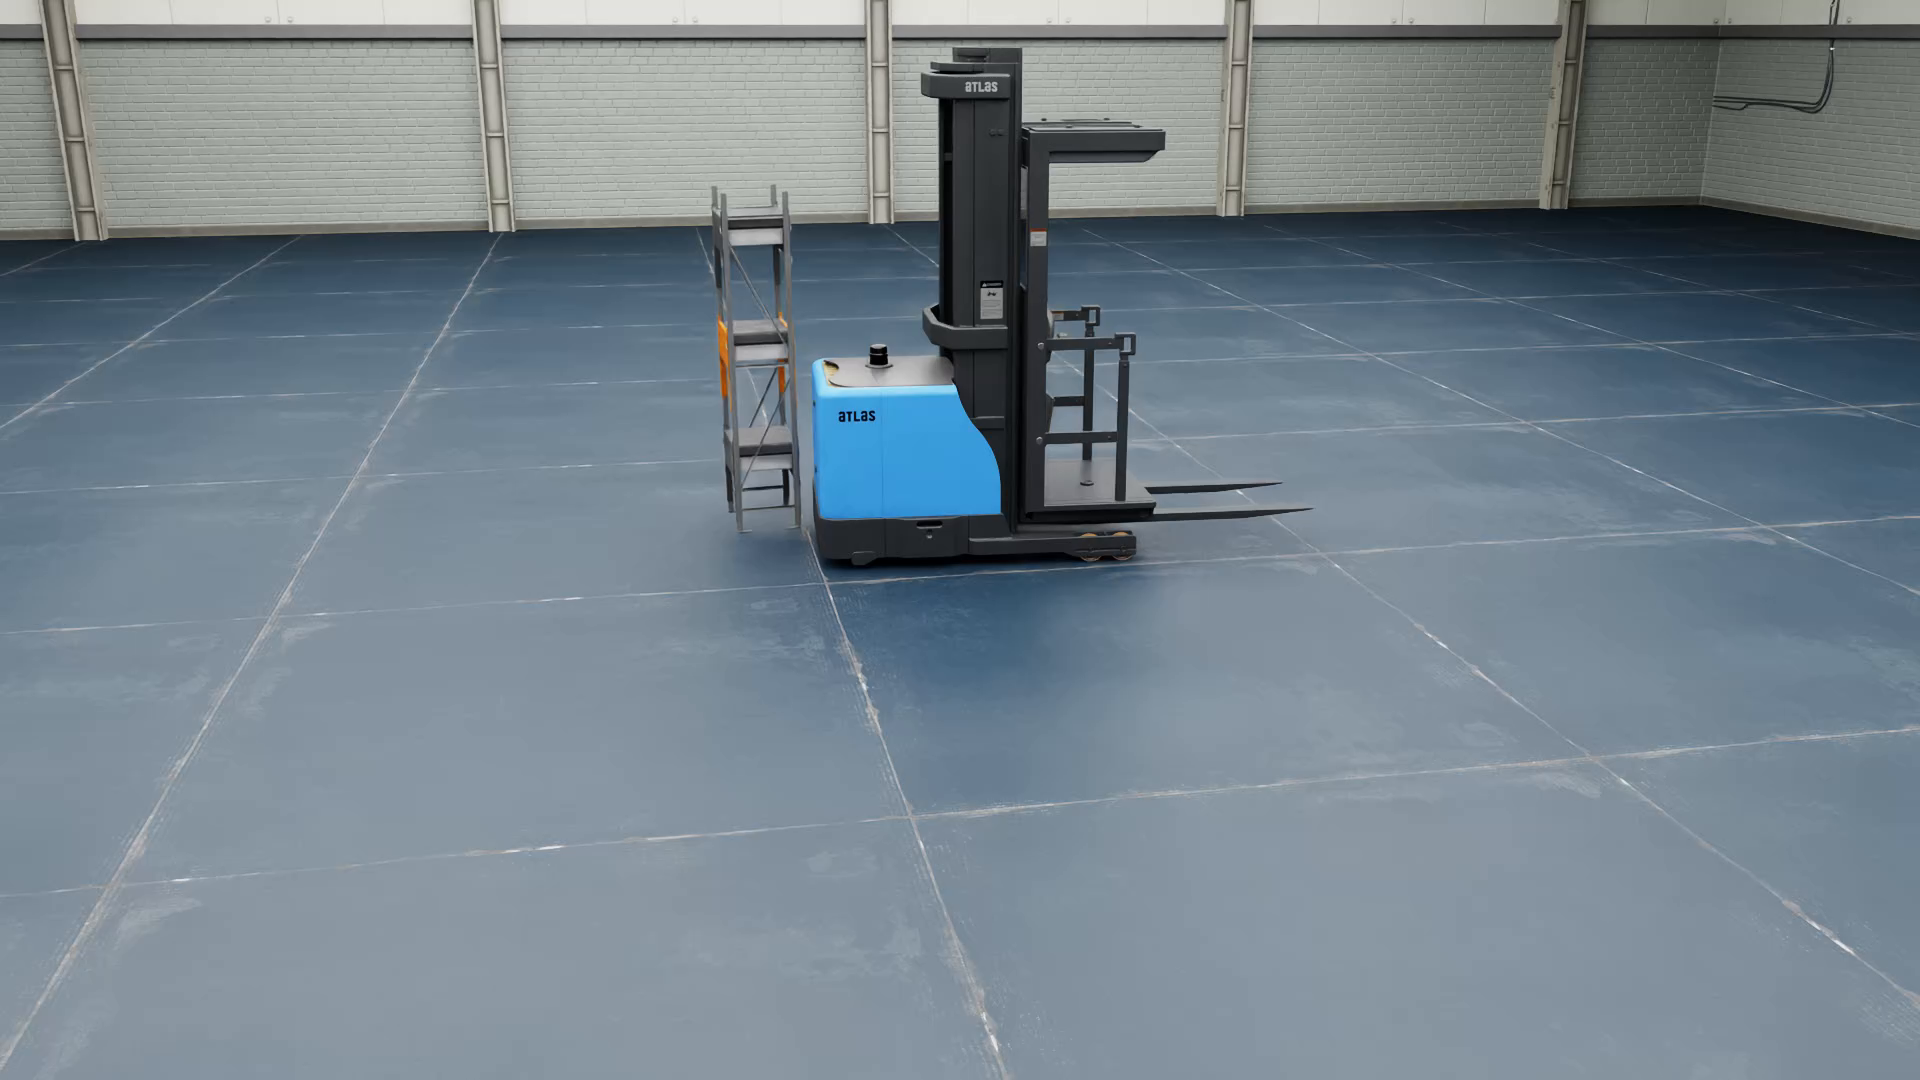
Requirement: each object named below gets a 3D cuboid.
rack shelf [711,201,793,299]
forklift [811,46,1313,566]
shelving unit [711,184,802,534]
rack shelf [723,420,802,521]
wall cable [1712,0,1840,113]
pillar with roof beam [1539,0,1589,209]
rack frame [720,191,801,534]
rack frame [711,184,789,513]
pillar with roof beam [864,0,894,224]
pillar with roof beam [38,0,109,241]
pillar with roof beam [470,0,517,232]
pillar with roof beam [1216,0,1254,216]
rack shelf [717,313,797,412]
[{"bbox_3d":[-1.279,-1.786,10.203,0.431,0.518,0.480,-5,18,-13],"label":"rack shelf"},{"bbox_3d":[0.623,-1.424,9.958,3.031,2.935,1.130,-2,17,-7],"label":"forklift"},{"bbox_3d":[-1.272,-1.131,10.408,0.431,2.100,0.503,-5,18,-13],"label":"shelving unit"},{"bbox_3d":[-1.265,-0.450,10.620,0.431,0.518,0.480,-5,18,-13],"label":"rack shelf"},{"bbox_3d":[13.629,-8.468,27.843,0.112,2.526,3.097,-3,17,-10],"label":"wall cable"},{"bbox_3d":[11.302,-8.928,24.053,0.400,9.000,9.100,-3,17,-10],"label":"pillar with roof beam"},{"bbox_3d":[-1.212,-1.061,10.182,0.400,2.100,0.015,-5,18,-13],"label":"rack frame"},{"bbox_3d":[-1.332,-1.201,10.633,0.400,2.100,0.015,-5,18,-13],"label":"rack frame"},{"bbox_3d":[-0.480,-8.260,21.877,0.400,9.000,9.100,-3,17,-10],"label":"pillar with roof beam"},{"bbox_3d":[-12.262,-7.591,19.701,0.400,9.000,9.100,-3,17,-10],"label":"pillar with roof beam"},{"bbox_3d":[-6.371,-7.926,20.789,0.400,9.000,9.100,-3,17,-10],"label":"pillar with roof beam"},{"bbox_3d":[5.411,-8.594,22.965,0.400,9.000,9.100,-3,17,-10],"label":"pillar with roof beam"},{"bbox_3d":[-1.272,-1.118,10.412,0.431,0.518,0.480,-5,18,-13],"label":"rack shelf"}]
